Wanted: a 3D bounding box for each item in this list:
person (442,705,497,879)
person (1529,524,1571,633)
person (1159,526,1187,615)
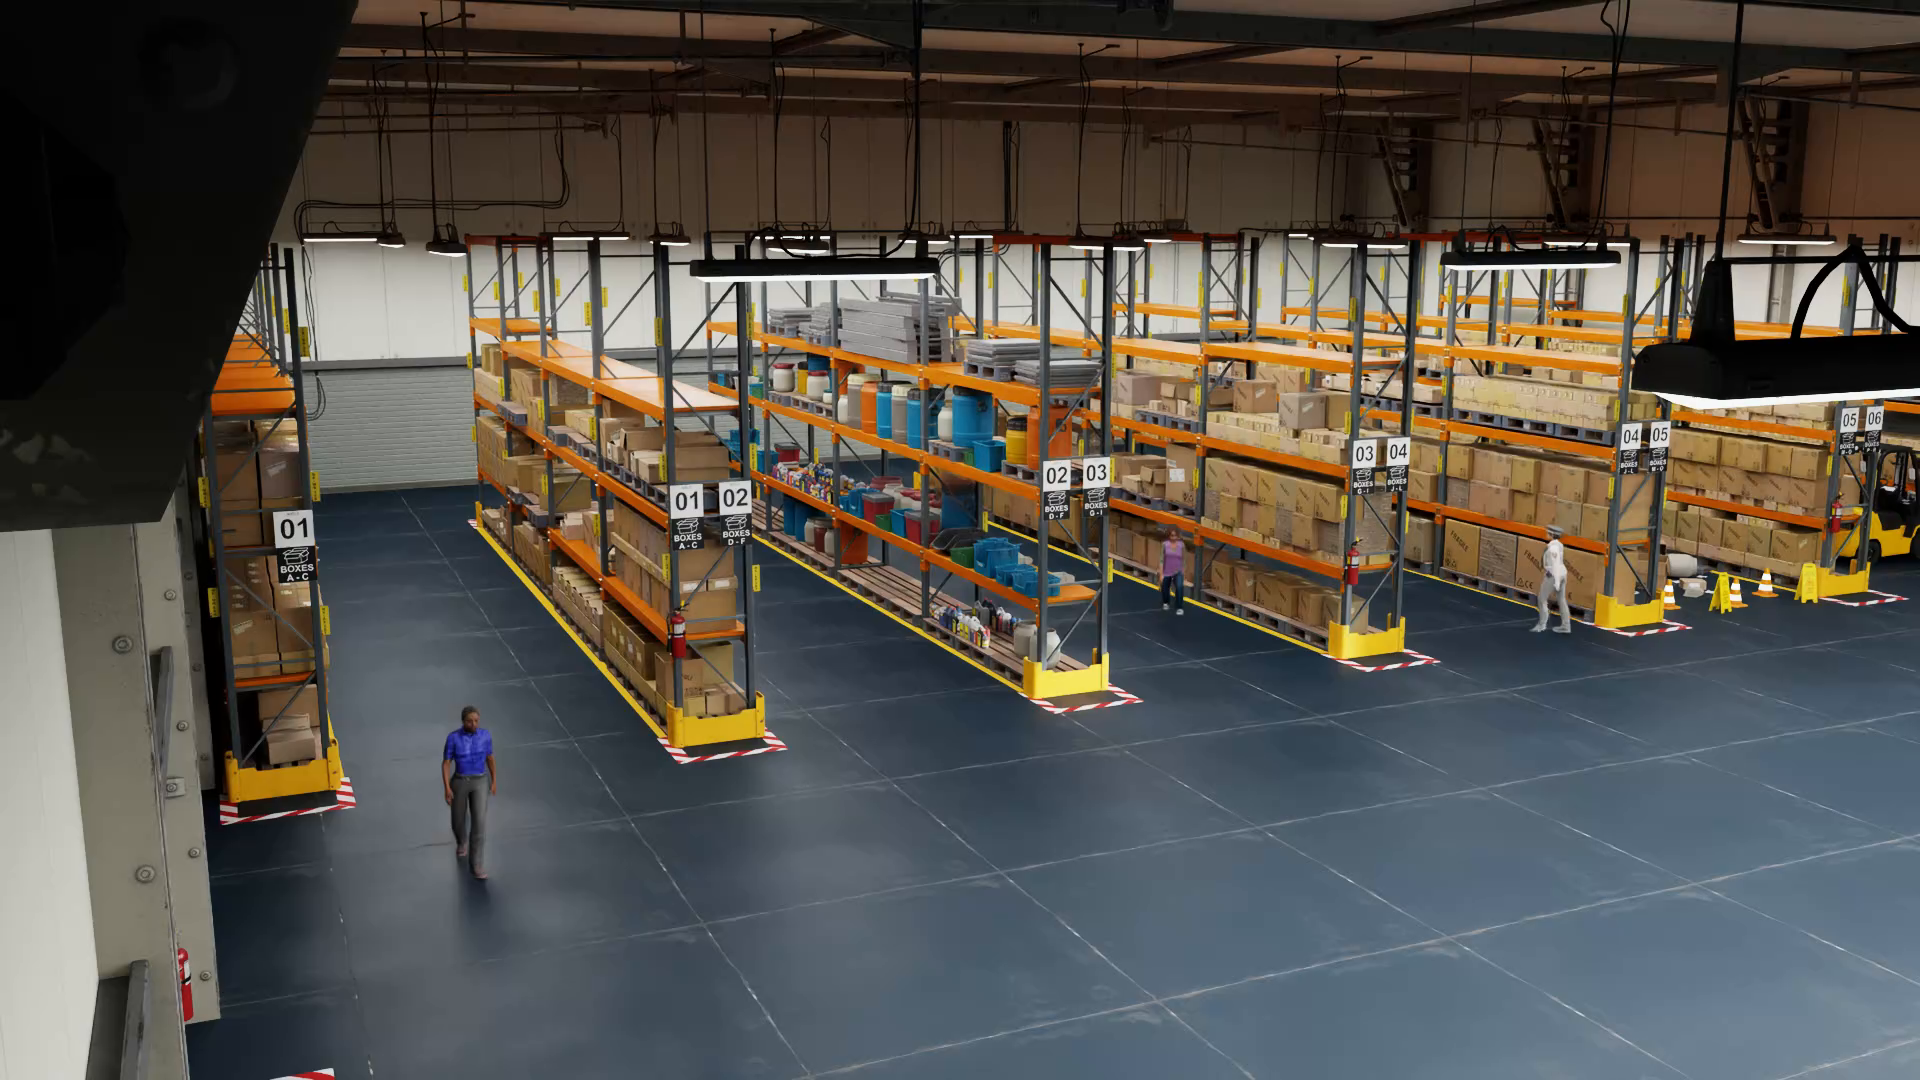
[{"bbox_3d":[-4.808,2.429,16.360,0.534,1.631,0.819,-5,12,-25],"label":"person"},{"bbox_3d":[9.205,0.623,25.662,0.480,1.721,0.589,-9,14,-40],"label":"person"},{"bbox_3d":[3.295,0.466,25.735,0.425,1.384,0.819,2,11,12],"label":"person"}]
